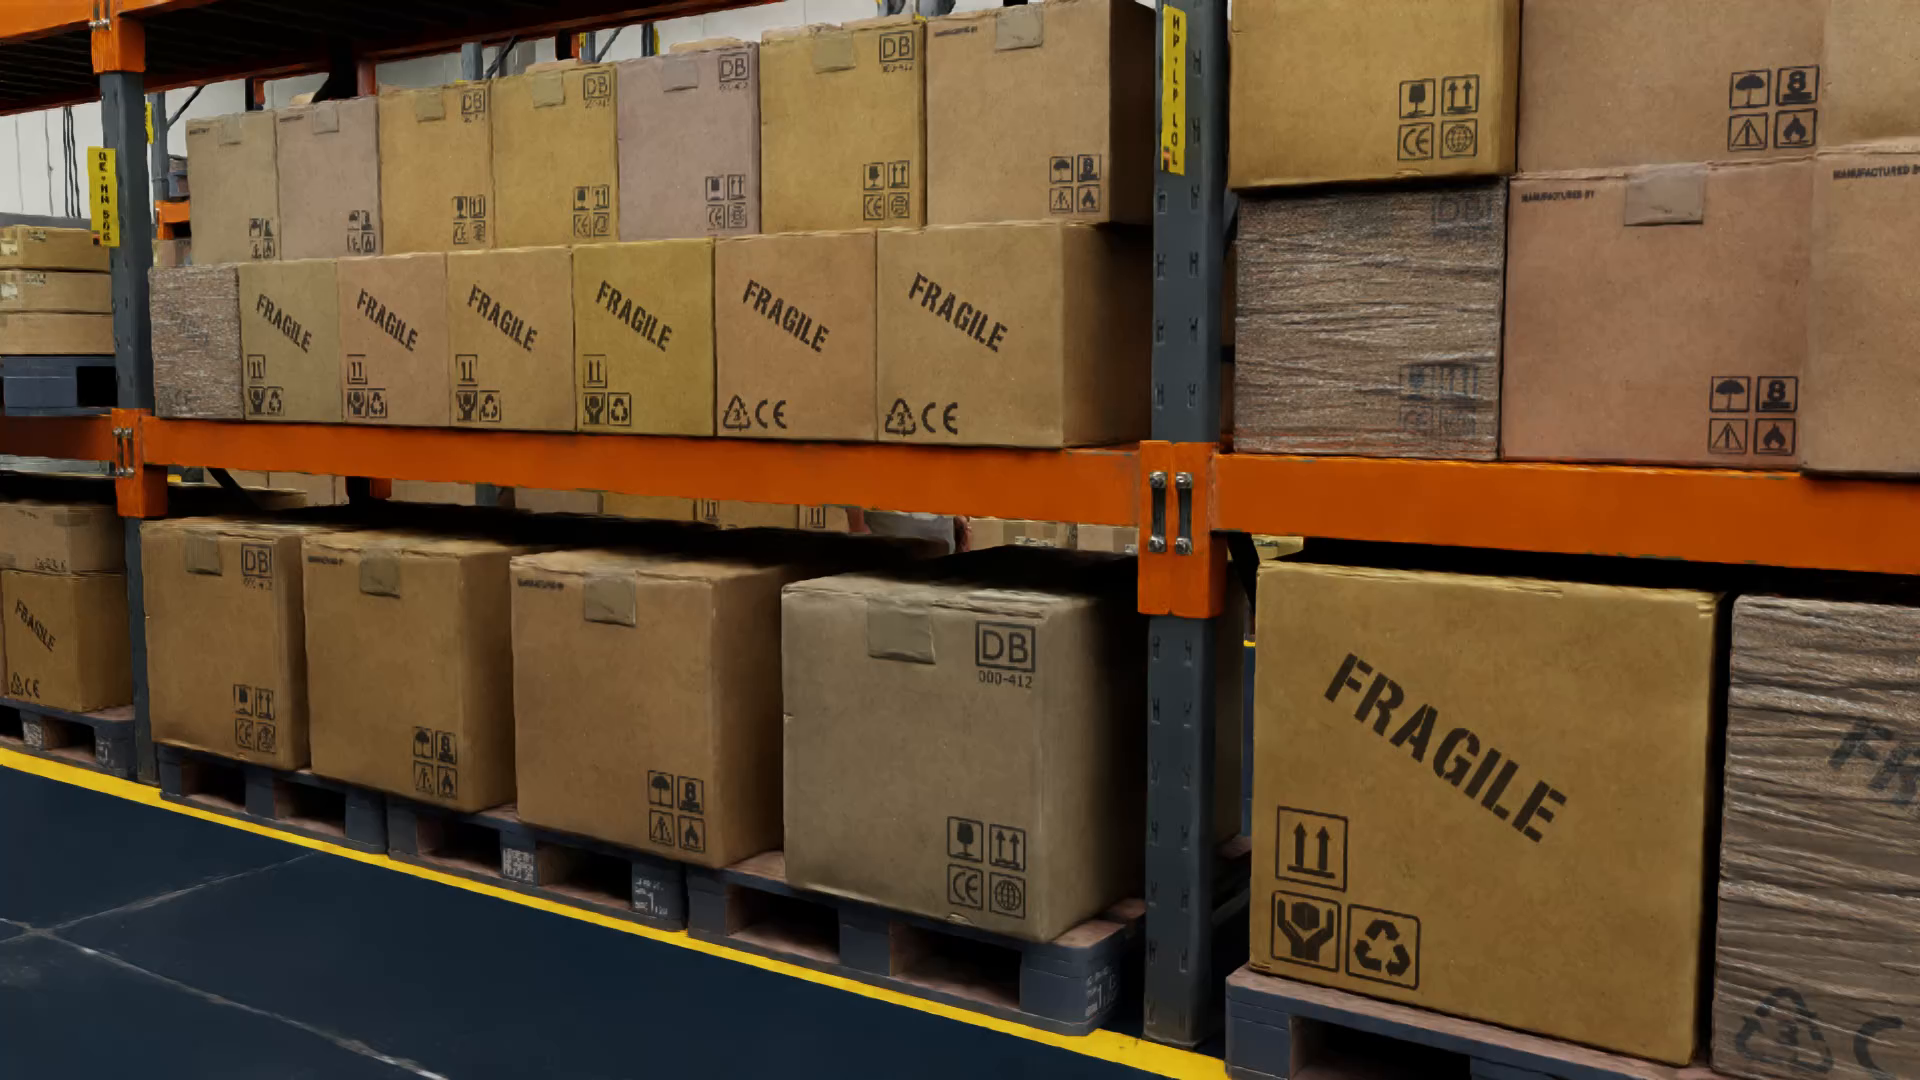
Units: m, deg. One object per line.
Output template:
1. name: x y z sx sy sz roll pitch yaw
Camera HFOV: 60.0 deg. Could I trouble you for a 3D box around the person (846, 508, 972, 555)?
1. person: -0.184 -0.094 6.382 0.450 1.778 0.553 5 8 41
